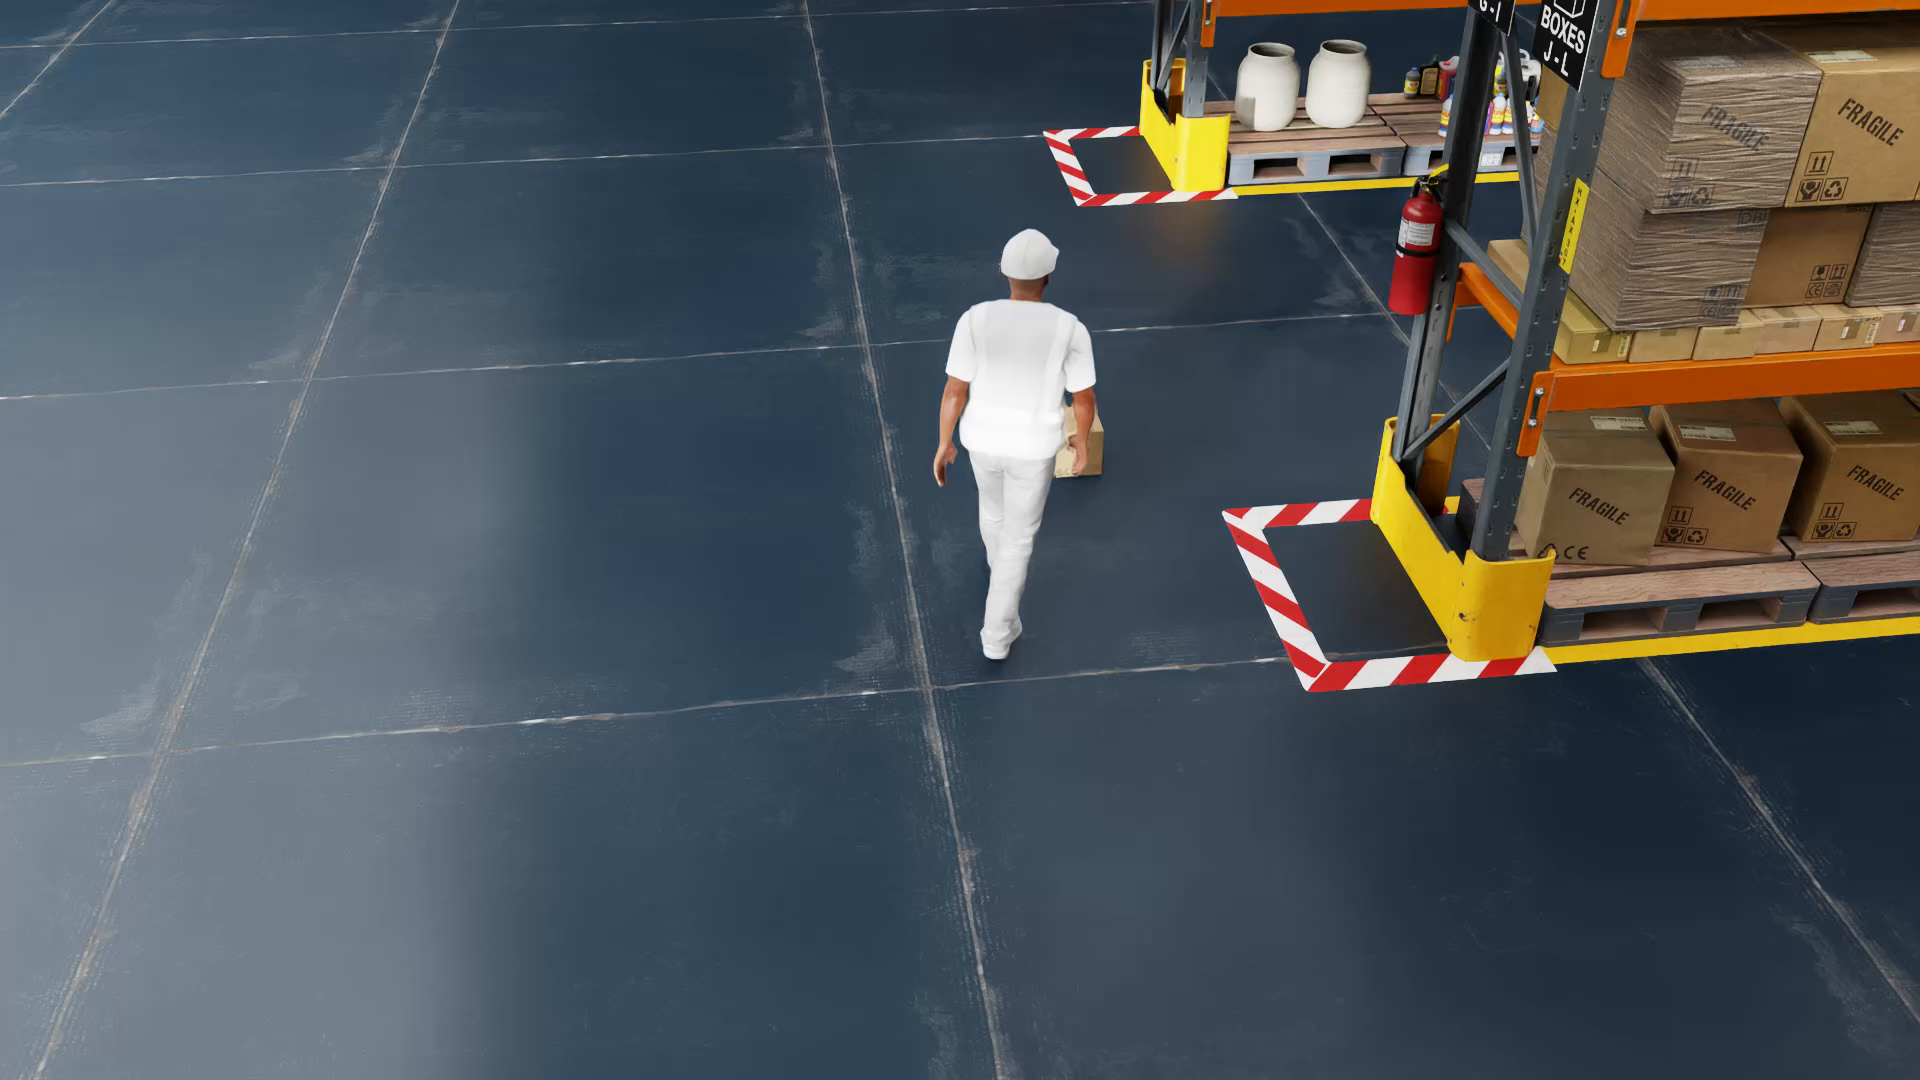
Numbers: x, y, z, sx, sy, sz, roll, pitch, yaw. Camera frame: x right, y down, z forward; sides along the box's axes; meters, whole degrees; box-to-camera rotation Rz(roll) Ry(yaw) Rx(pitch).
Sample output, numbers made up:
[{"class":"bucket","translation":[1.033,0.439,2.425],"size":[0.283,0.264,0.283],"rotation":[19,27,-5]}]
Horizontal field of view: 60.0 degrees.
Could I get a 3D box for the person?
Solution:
[{"class":"person","translation":[0.240,-0.422,6.725],"size":[0.604,1.735,0.856],"rotation":[9,36,13]}]
